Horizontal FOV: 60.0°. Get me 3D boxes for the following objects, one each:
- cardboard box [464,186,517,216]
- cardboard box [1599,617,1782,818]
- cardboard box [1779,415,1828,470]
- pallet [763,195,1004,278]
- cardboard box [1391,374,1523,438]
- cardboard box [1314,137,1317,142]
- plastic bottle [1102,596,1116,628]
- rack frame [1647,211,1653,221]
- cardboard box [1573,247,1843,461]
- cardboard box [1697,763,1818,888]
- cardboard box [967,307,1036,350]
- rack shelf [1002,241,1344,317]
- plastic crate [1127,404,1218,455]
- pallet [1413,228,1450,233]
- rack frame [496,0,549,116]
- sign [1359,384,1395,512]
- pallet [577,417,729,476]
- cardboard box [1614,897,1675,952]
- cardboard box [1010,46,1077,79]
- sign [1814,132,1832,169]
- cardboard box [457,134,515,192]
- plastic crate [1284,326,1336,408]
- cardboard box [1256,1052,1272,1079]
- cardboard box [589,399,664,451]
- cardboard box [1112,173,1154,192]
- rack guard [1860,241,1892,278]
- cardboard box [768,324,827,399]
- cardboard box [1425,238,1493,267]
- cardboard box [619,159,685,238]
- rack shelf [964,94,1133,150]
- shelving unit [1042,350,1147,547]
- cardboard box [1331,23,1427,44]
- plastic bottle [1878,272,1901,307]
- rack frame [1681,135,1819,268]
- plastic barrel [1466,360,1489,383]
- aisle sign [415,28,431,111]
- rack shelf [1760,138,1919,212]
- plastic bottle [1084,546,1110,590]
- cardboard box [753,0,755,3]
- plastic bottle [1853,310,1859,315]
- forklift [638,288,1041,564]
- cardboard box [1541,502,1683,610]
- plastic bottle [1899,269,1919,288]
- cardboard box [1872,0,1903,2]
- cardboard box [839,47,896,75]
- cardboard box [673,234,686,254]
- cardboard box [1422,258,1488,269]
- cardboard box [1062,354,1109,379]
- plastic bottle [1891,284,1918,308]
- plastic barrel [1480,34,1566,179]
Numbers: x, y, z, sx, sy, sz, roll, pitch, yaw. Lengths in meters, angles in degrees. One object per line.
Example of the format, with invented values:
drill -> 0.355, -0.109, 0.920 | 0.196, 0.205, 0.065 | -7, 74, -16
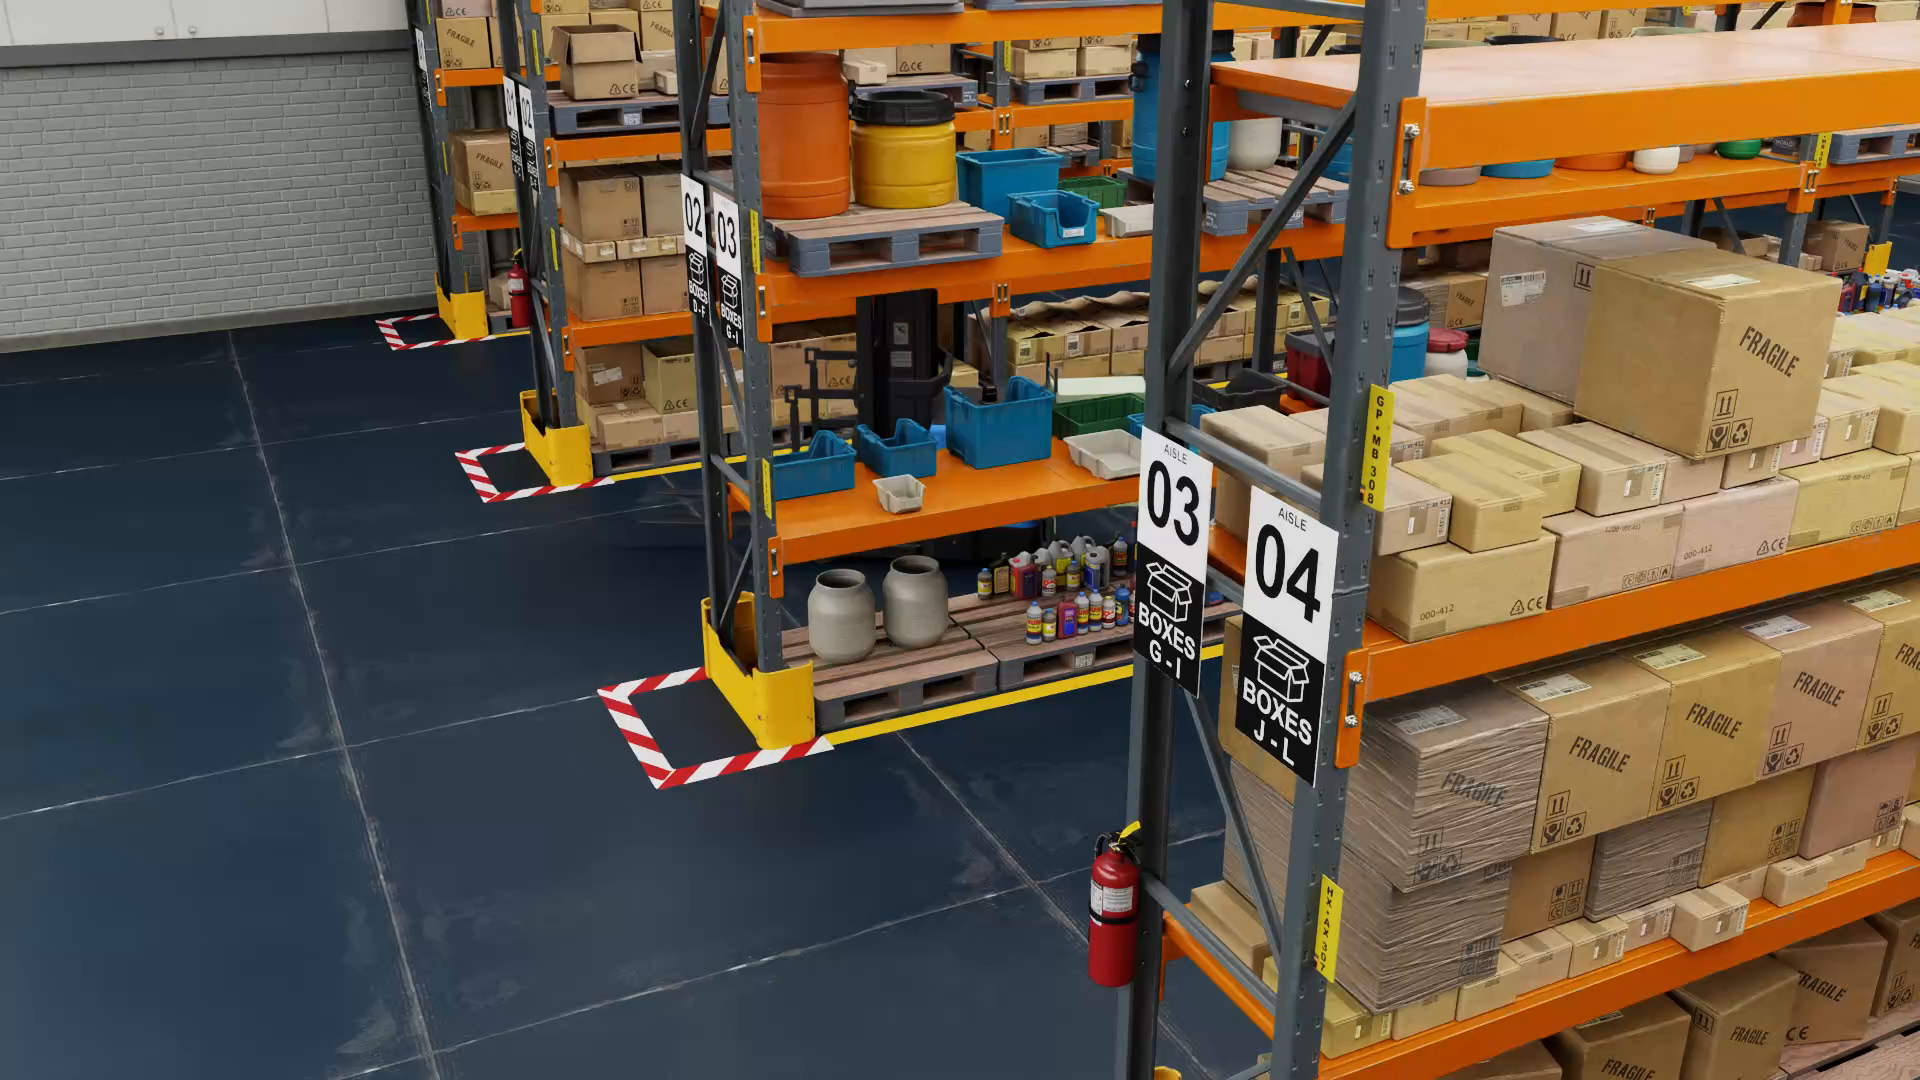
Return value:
cardboard box -> -5.016, -3.670, 17.864 | 0.500, 0.250, 0.500 | -11, 25, -25
cardboard box -> 2.369, 0.556, 5.658 | 0.500, 0.500, 0.500 | -10, 25, -24
cardboard box -> 2.591, -0.366, 5.464 | 0.250, 0.149, 0.380 | -11, 25, -24
pallet -> -0.509, -1.746, 9.372 | 1.213, 0.211, 1.003 | -10, 25, -24
cardboard box -> 1.667, -0.428, 5.614 | 0.250, 0.149, 0.380 | -10, 25, -23
cardboard box -> 4.568, -5.411, 22.203 | 0.250, 0.149, 0.380 | -10, 24, -22
plastic bottle -> 0.961, 0.462, 10.795 | 0.097, 0.201, 0.097 | 0, 22, 0
rack frame -> 7.371, -4.042, 18.594 | 0.127, 3.000, 1.000 | -10, 25, -24
cardboard box -> 2.307, -0.591, 5.161 | 0.500, 0.500, 0.500 | -11, 25, -24
cardboard box -> 2.683, 0.826, 6.313 | 0.500, 0.500, 0.875 | -10, 25, -24
cardboard box -> 0.403, -2.064, 16.127 | 0.500, 0.311, 0.500 | -10, 25, -24
rack shelf -> 1.965, -2.715, 16.327 | 4.000, 0.370, 1.077 | -10, 25, -24
plastic crate -> 1.428, -0.662, 10.621 | 0.616, 0.251, 0.499 | -10, 25, -24
pallet -> 4.347, -3.427, 17.358 | 1.003, 0.211, 1.213 | -10, 25, -24
rack frame -> -3.441, -4.824, 12.638 | 0.127, 3.000, 1.000 | -10, 25, -24
sign -> 1.087, -0.240, 4.344 | 0.005, 0.325, 0.100 | -10, 25, -24
pallet -> -2.770, -0.905, 14.660 | 1.213, 0.211, 1.003 | -10, 25, -24
cardboard box -> 2.335, 1.304, 6.006 | 0.250, 0.149, 0.380 | -10, 25, -24
cardboard box -> 0.722, -4.325, 15.002 | 0.500, 0.250, 0.500 | -8, 24, -18
sign -> 6.157, -2.820, 11.857 | 0.005, 0.325, 0.100 | -10, 25, -24
cardboard box -> -5.033, -4.020, 17.730 | 0.500, 0.500, 0.500 | -10, 25, -24
plastic crate -> 2.611, -1.223, 11.699 | 0.583, 0.464, 0.402 | -10, 25, -24
cardboard box -> 1.422, 2.226, 6.170 | 0.500, 0.500, 0.500 | -6, 23, -14
cardboard box -> -2.862, -0.988, 14.260 | 0.500, 0.250, 0.500 | -10, 25, -24
cardboard box -> 2.335, -4.363, 21.630 | 0.750, 0.750, 0.750 | -11, 25, -24
rack guard -> 10.907, -3.538, 20.644 | 0.348, 0.500, 1.175 | -10, 25, -24
cardboard box -> -1.509, -1.582, 14.716 | 0.500, 0.500, 0.500 | -10, 25, -24
cardboard box -> 5.477, -3.192, 18.251 | 0.500, 0.250, 0.500 | -11, 25, -25
cardboard box -> -2.496, -2.868, 13.931 | 0.500, 0.500, 0.700 | -11, 25, -25
rack shelf -> 1.965, -4.101, 15.753 | 4.000, 0.370, 1.077 | -10, 25, -24
shelving unit -> 1.024, -0.613, 12.269 | 0.755, 1.500, 0.431 | -2, 23, -6
cardboard box -> 4.146, -4.895, 16.601 | 0.500, 0.500, 0.910 | -10, 25, -24
plastic bottle -> 7.891, -2.140, 14.160 | 0.135, 0.276, 0.152 | -10, 25, -24
rack frame -> 5.912, -1.671, 12.865 | 0.127, 3.000, 1.000 | -10, 25, -24
plastic barrel -> 3.567, -1.110, 11.692 | 0.301, 0.262, 0.301 | 0, 22, 0
aisle sign -> -5.528, -4.844, 17.132 | 0.004, 0.787, 0.394 | -10, 25, -24
rack shelf -> 7.714, -3.057, 13.231 | 4.000, 0.370, 1.077 | -10, 25, -24
plastic bottle -> 0.934, 0.187, 11.362 | 0.135, 0.276, 0.152 | -10, 25, -24
cardboard box -> -2.323, -6.149, 18.296 | 0.500, 0.500, 0.500 | -13, 26, -28
plastic bottle -> 7.000, -1.661, 12.993 | 0.133, 0.283, 0.061 | -10, 25, -24
forklift -> -0.895, -1.380, 12.253 | 3.031, 2.935, 1.130 | 1, 23, 3
cardboard box -> 1.860, -0.032, 5.181 | 0.500, 0.250, 0.500 | -11, 25, -25
plastic bottle -> 8.100, -2.178, 14.253 | 0.135, 0.276, 0.152 | -10, 25, -24
cardboard box -> 10.520, -6.509, 19.193 | 0.500, 0.500, 0.700 | -10, 25, -24
cardboard box -> -0.892, -4.237, 14.526 | 0.500, 0.311, 0.500 | -12, 25, -26
cardboard box -> -2.304, -2.515, 13.926 | 0.250, 0.149, 0.380 | -11, 25, -24
cardboard box -> 5.445, -2.838, 18.378 | 0.500, 0.500, 0.500 | -11, 25, -26
cardboard box -> 1.095, -1.705, 15.993 | 0.500, 0.250, 0.500 | -10, 24, -22
plastic bottle -> 7.650, -1.894, 13.468 | 0.185, 0.351, 0.144 | -10, 25, -24
plastic barrel -> 3.851, -3.001, 11.502 | 0.708, 0.901, 0.600 | -10, 25, -24
